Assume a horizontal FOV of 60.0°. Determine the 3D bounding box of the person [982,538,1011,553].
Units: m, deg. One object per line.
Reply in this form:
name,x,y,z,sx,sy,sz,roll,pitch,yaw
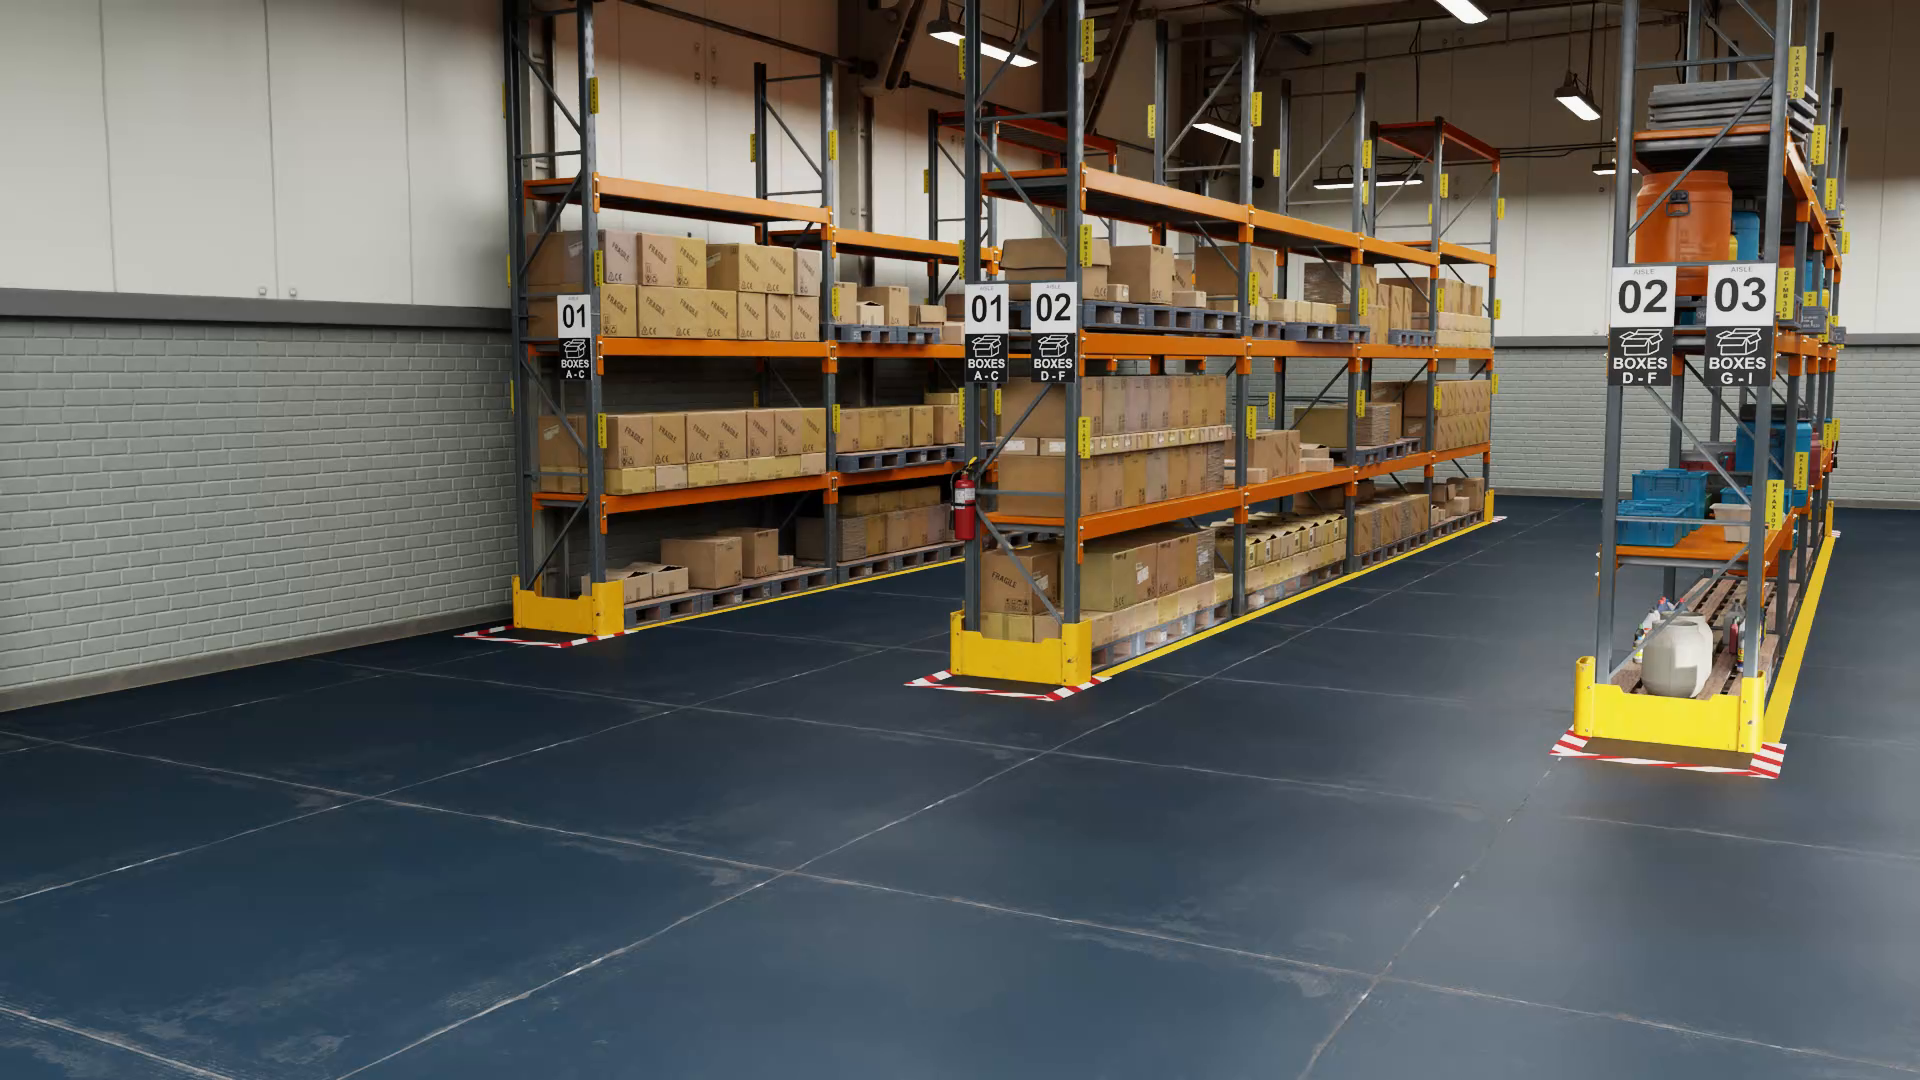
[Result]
person,0.371,0.389,16.565,0.486,0.856,0.803,3,7,28
